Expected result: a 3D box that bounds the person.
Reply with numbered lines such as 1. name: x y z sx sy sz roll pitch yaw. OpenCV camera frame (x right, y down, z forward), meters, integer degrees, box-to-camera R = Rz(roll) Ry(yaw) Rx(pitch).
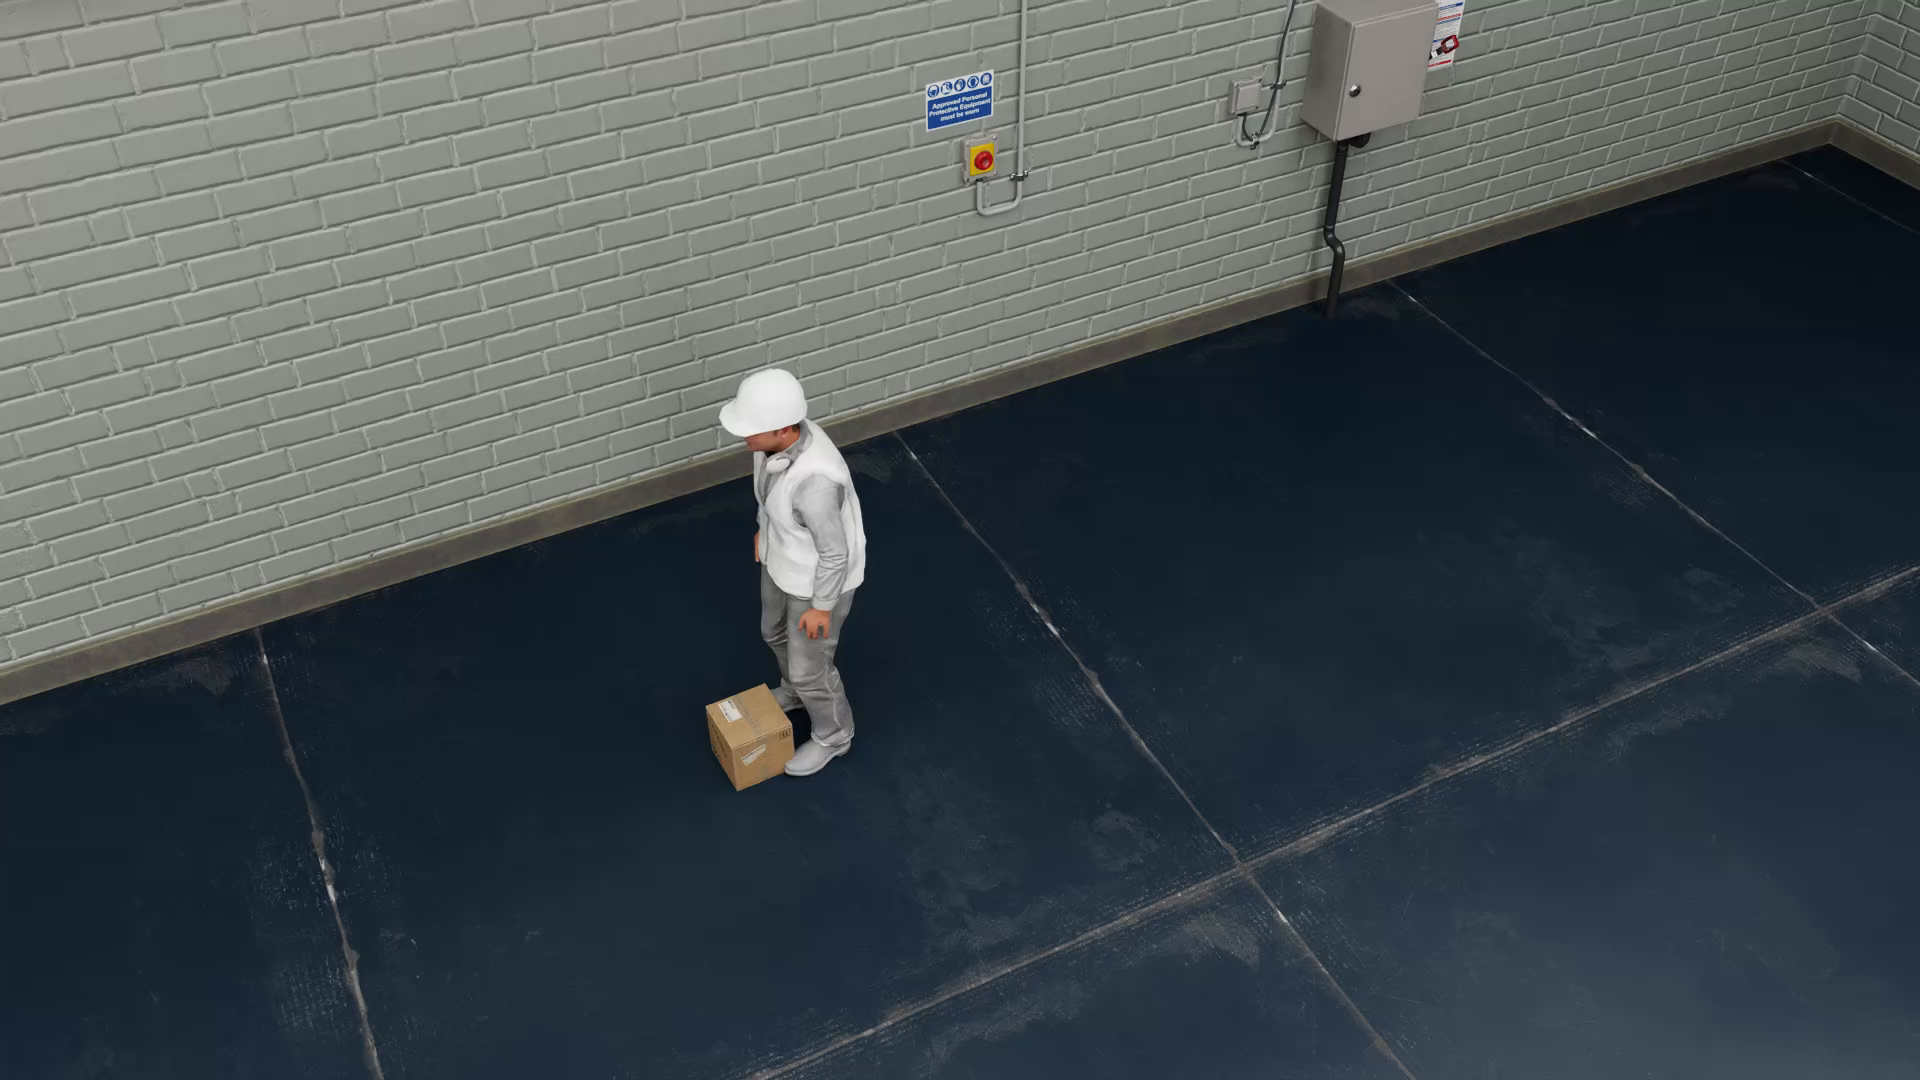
1. person: -0.583 0.099 6.024 0.463 1.771 0.580 -19 44 -20
